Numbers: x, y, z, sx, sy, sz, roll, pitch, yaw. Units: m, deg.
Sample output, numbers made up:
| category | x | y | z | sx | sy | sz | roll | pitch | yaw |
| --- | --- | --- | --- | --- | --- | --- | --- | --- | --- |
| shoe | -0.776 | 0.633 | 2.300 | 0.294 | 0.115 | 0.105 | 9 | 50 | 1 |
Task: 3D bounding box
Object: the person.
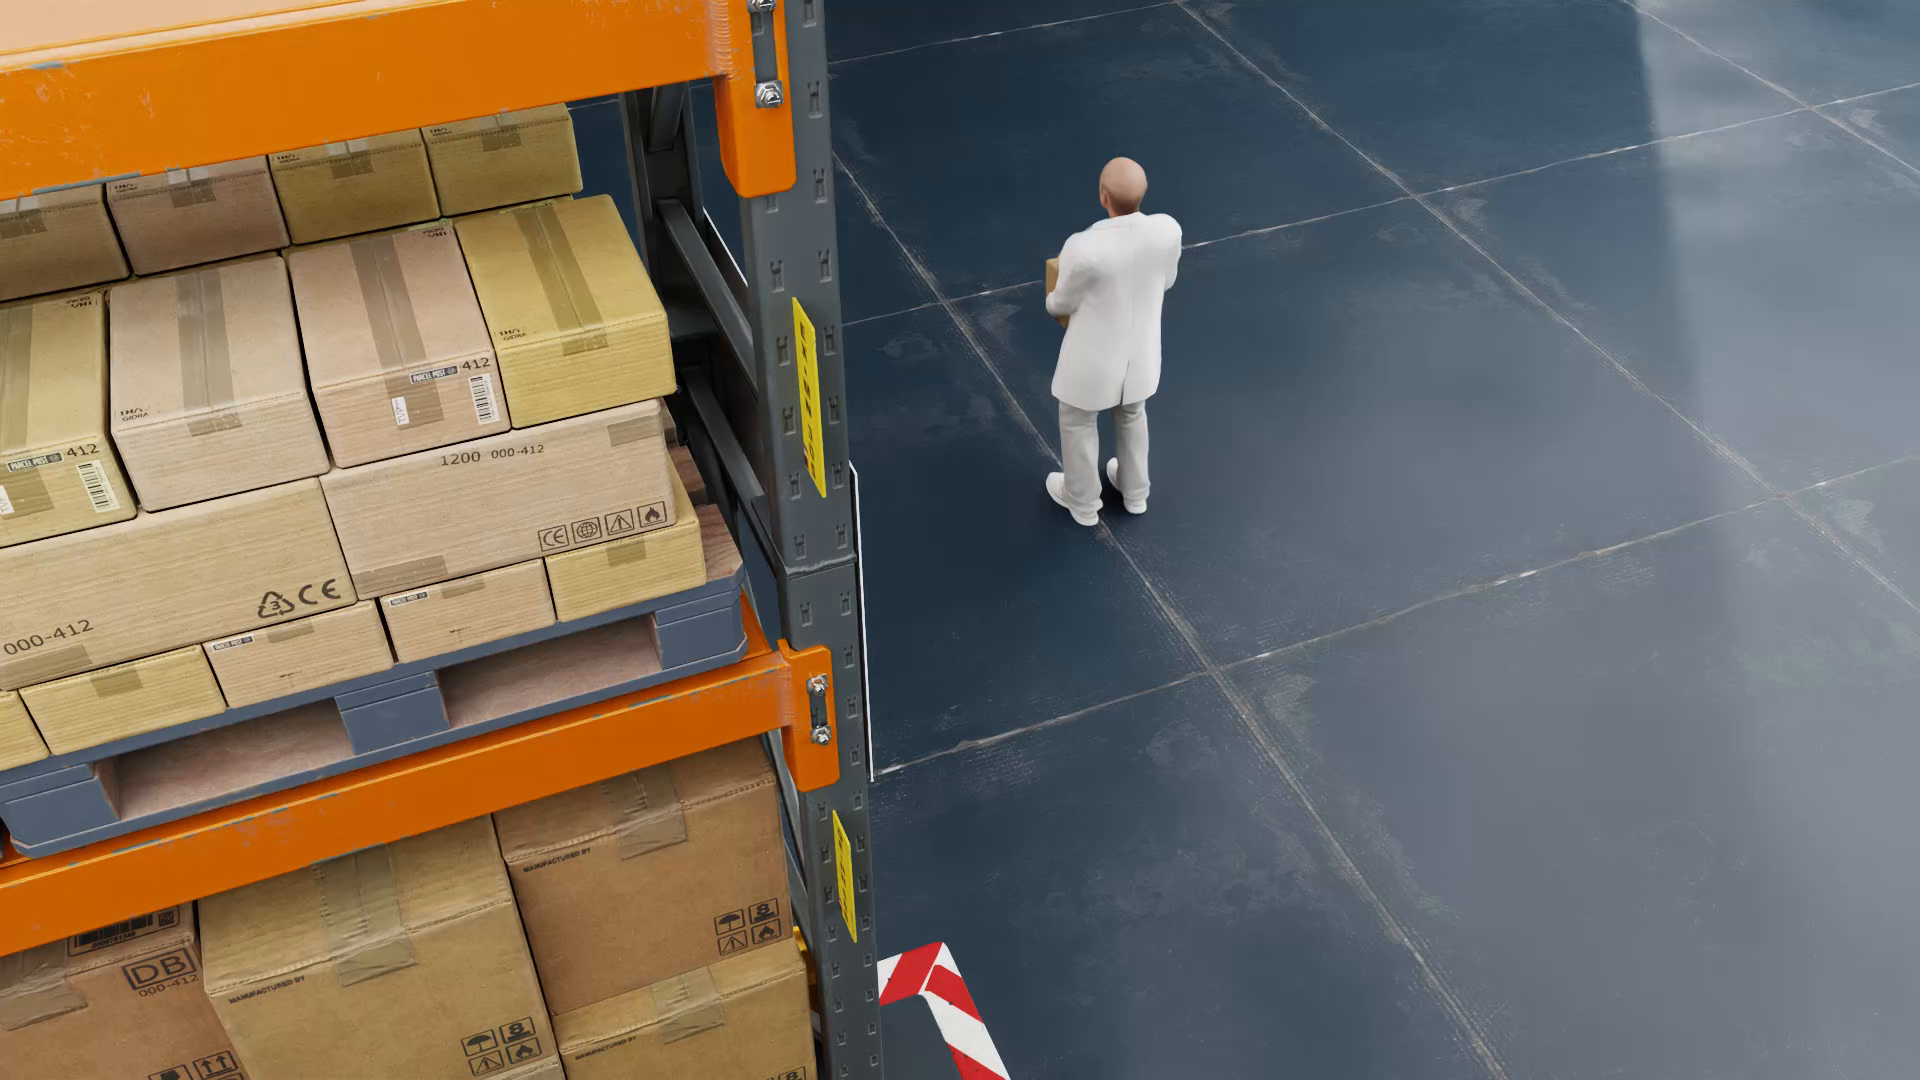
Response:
| category | x | y | z | sx | sy | sz | roll | pitch | yaw |
| --- | --- | --- | --- | --- | --- | --- | --- | --- | --- |
| person | 0.611 | -0.888 | 7.179 | 0.559 | 1.782 | 0.517 | -16 | 44 | -17 |
